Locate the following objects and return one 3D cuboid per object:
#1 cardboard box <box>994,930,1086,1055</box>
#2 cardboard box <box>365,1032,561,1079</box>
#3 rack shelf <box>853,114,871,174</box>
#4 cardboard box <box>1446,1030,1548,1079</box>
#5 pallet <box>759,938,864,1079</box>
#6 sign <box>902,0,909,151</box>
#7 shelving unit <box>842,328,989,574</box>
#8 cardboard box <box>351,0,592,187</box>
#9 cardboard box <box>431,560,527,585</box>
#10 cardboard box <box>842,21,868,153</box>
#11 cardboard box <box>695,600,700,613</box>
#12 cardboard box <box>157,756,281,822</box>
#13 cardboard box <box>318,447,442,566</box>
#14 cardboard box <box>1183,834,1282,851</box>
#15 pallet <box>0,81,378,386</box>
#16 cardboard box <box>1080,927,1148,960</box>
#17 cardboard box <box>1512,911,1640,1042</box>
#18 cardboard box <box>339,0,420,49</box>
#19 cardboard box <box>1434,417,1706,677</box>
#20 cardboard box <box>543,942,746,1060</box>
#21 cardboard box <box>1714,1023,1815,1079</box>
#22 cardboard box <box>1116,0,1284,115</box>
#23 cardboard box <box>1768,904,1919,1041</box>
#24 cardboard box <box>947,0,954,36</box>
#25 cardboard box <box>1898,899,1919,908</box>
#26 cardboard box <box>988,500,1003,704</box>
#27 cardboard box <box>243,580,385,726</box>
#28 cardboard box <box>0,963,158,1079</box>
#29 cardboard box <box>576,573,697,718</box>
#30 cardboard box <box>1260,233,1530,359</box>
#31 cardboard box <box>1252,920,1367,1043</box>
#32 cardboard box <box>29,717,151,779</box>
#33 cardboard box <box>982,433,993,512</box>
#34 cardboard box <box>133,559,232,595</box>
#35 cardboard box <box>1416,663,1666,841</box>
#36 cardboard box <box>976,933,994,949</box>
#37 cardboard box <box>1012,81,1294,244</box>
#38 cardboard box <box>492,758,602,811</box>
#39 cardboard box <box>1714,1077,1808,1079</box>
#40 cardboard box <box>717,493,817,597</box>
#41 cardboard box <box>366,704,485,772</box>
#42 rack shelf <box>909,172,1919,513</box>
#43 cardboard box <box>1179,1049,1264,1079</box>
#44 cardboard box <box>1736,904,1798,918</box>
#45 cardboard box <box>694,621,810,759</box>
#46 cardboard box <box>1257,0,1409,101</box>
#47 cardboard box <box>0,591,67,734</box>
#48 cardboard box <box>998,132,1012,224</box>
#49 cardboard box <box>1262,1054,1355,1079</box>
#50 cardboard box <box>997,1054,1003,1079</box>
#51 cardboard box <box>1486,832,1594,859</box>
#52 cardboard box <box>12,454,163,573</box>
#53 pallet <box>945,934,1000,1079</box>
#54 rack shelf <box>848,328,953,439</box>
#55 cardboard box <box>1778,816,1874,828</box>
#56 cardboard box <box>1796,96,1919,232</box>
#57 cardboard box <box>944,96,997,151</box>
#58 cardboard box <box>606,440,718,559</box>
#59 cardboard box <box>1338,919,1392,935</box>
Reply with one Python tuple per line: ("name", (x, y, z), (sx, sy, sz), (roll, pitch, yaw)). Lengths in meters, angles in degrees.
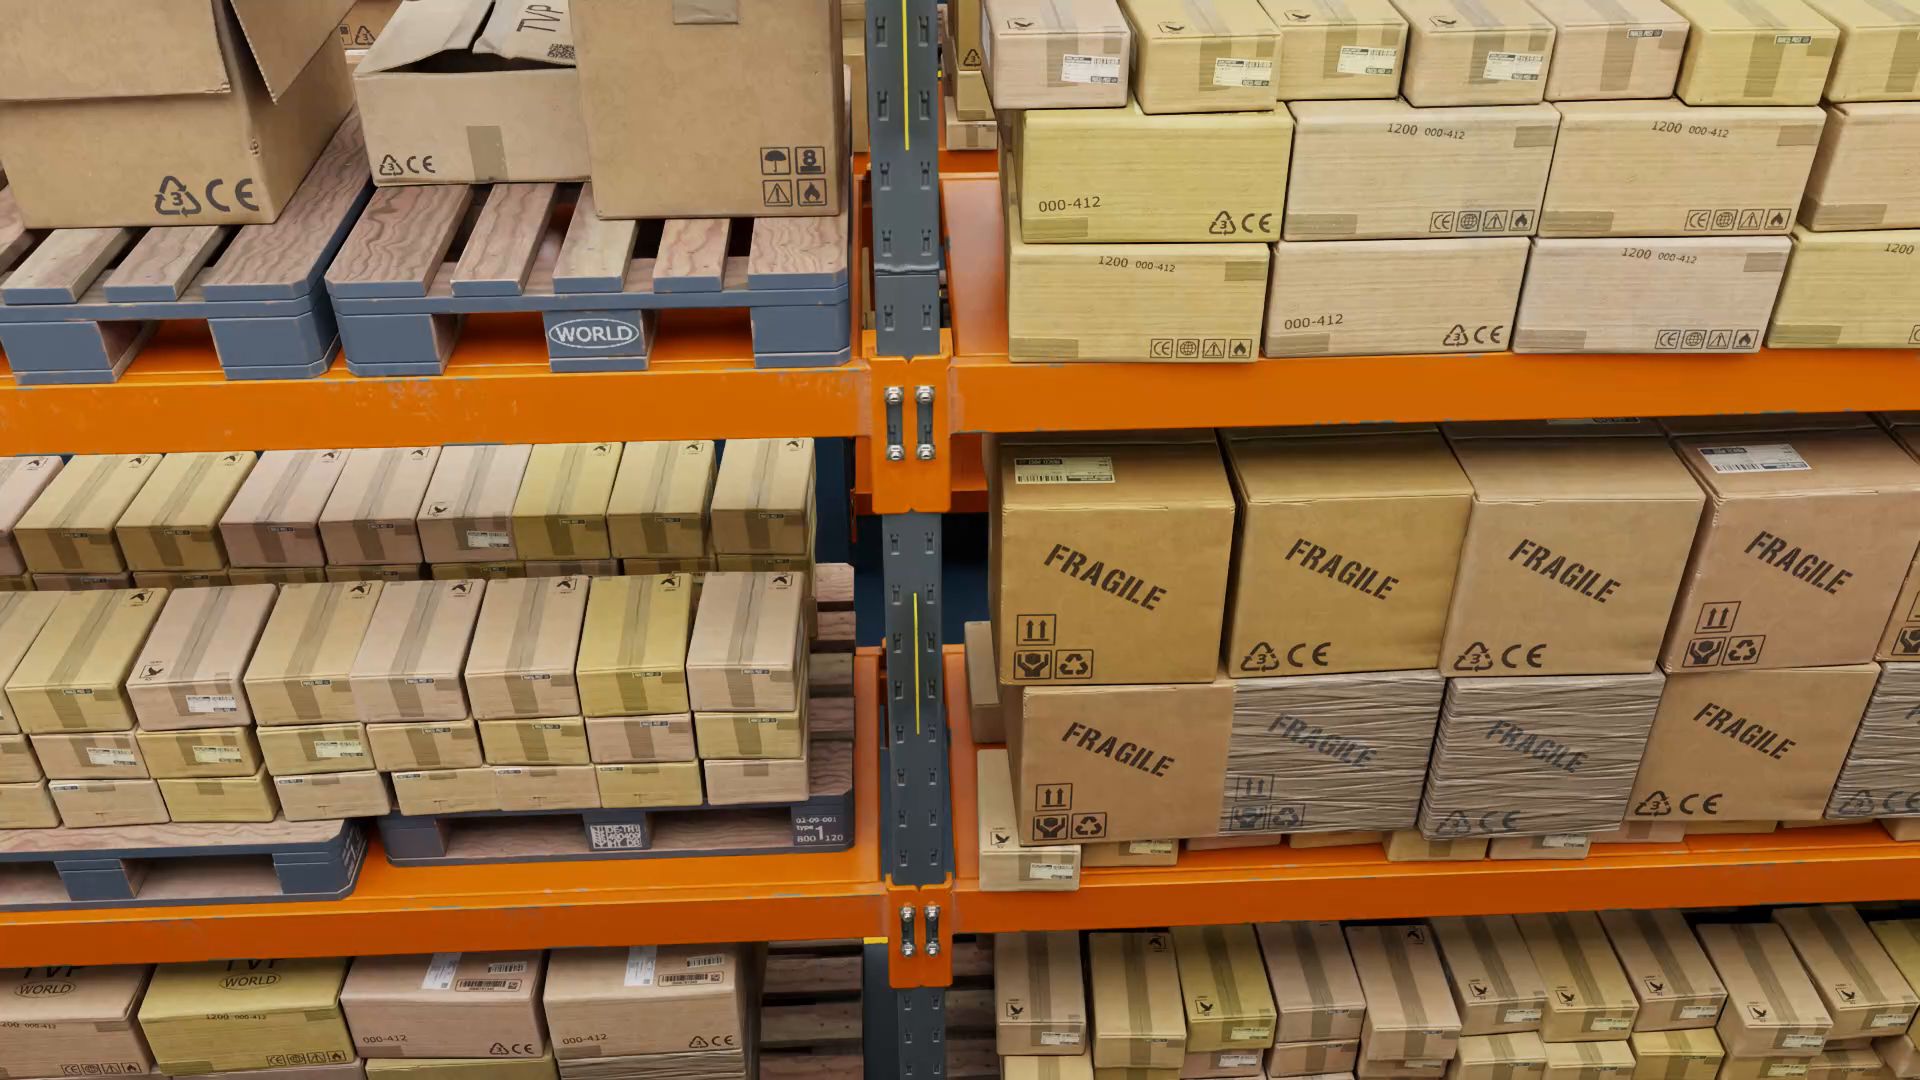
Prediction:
("cardboard box", (0.228, 1.301, 4.848), (0.250, 0.149, 0.380), (0, 35, 0))
("cardboard box", (-1.366, 1.469, 4.818), (0.500, 0.500, 0.500), (-2, 35, -3))
("rack shelf", (-2.258, -2.035, 8.687), (4.000, 0.370, 1.077), (-2, 35, -2))
("cardboard box", (1.542, 1.432, 4.920), (0.250, 0.149, 0.380), (-2, 35, -3))
("pallet", (-0.904, 1.606, 5.244), (1.213, 0.211, 1.003), (-2, 35, -2))
("sign", (-0.096, -0.855, 2.914), (0.005, 0.325, 0.100), (-2, 35, -2))
("shelving unit", (0.007, -0.463, 7.430), (1.048, 1.125, 0.538), (-2, 35, -2))
("cardboard box", (-1.015, -1.028, 3.672), (0.500, 0.311, 0.500), (-2, 35, -3))
("cardboard box", (-1.318, 0.018, 4.679), (0.250, 0.149, 0.380), (-3, 35, -4))
("cardboard box", (-0.714, -2.258, 8.289), (0.500, 0.500, 0.500), (-1, 35, -2))
("cardboard box", (-0.818, 0.128, 4.781), (0.250, 0.149, 0.380), (-1, 35, -1))
("cardboard box", (-1.815, 0.528, 4.203), (0.250, 0.149, 0.380), (0, 35, 0))
("cardboard box", (-1.581, -0.098, 4.585), (0.250, 0.149, 0.380), (-2, 35, -3))
("cardboard box", (0.691, 0.633, 4.420), (0.250, 0.149, 0.380), (-3, 35, -4))
("pallet", (-1.784, -0.733, 3.702), (1.003, 0.211, 1.213), (-2, 35, -2))
("cardboard box", (0.513, 1.273, 5.410), (0.250, 0.149, 0.380), (-1, 35, -1))
("cardboard box", (1.790, 1.273, 4.888), (0.250, 0.149, 0.380), (-1, 35, -2))
("cardboard box", (-2.873, -2.757, 8.129), (0.637, 0.503, 0.797), (-1, 35, -1))
("cardboard box", (1.358, -0.029, 3.929), (0.500, 0.500, 0.500), (-1, 35, -1))
("cardboard box", (-0.858, 1.148, 4.624), (0.500, 0.250, 0.500), (-2, 35, -3))
("cardboard box", (2.320, 1.420, 4.937), (0.250, 0.149, 0.380), (-1, 35, -2))
("cardboard box", (0.449, -0.962, 3.211), (0.250, 0.149, 0.380), (-3, 35, -4))
("cardboard box", (2.584, 1.267, 4.896), (0.250, 0.149, 0.380), (-3, 35, -4))
("cardboard box", (0.186, -2.918, 8.542), (0.500, 0.500, 0.500), (-1, 35, -1))
("cardboard box", (3.060, 0.981, 5.309), (0.250, 0.149, 0.380), (-1, 35, -1))
("cardboard box", (0.343, 0.100, 4.620), (0.500, 0.500, 0.500), (-1, 35, -2))
("cardboard box", (-1.552, 0.271, 4.052), (0.250, 0.149, 0.380), (-3, 35, -4))
("cardboard box", (-2.420, 1.191, 4.561), (0.500, 0.250, 0.500), (-1, 35, -2))
("cardboard box", (-0.786, 0.253, 4.078), (0.250, 0.149, 0.380), (-3, 35, -4))
("cardboard box", (0.849, -0.615, 3.499), (0.500, 0.250, 0.500), (-2, 35, -3))
("cardboard box", (1.015, 1.272, 4.889), (0.250, 0.149, 0.380), (-2, 35, -3))
("cardboard box", (-2.074, 0.410, 4.113), (0.250, 0.149, 0.380), (0, 35, 0))
("cardboard box", (0.330, -0.304, 4.325), (0.500, 0.500, 0.500), (-3, 35, -4))
("cardboard box", (-2.104, 0.038, 4.649), (0.250, 0.149, 0.380), (-2, 35, -3))
("cardboard box", (1.379, 0.393, 4.196), (0.500, 0.500, 0.500), (-2, 35, -3))
("cardboard box", (0.173, 1.126, 5.363), (0.250, 0.149, 0.380), (-1, 35, -1))
("cardboard box", (0.366, -0.816, 3.351), (0.500, 0.250, 0.500), (0, 35, -1))
("cardboard box", (-1.022, 0.504, 4.237), (0.250, 0.149, 0.380), (-2, 35, -2))
("cardboard box", (2.335, 1.541, 5.023), (0.250, 0.149, 0.380), (-3, 35, -4))
("cardboard box", (-0.542, -0.005, 4.712), (0.250, 0.149, 0.380), (-1, 35, -1))
("cardboard box", (-1.298, 0.391, 4.139), (0.250, 0.149, 0.380), (-3, 35, -4))
("rack shelf", (1.872, -0.554, 3.911), (4.000, 0.370, 1.077), (-2, 35, -2))
("cardboard box", (0.741, 1.402, 4.963), (0.250, 0.149, 0.380), (-2, 35, -2))
("cardboard box", (2.556, 1.053, 5.468), (0.250, 0.149, 0.380), (-1, 35, -1))
("cardboard box", (-0.514, 0.369, 4.172), (0.250, 0.149, 0.380), (-1, 35, -1))
("cardboard box", (0.697, -1.001, 3.267), (0.250, 0.149, 0.380), (-2, 35, -3))
("cardboard box", (-2.338, 0.293, 4.020), (0.250, 0.149, 0.380), (-1, 35, -1))
("cardboard box", (0.351, -0.901, 3.912), (0.500, 0.250, 0.500), (-1, 35, -1))
("cardboard box", (1.015, 1.531, 5.038), (0.250, 0.149, 0.380), (-2, 35, -3))
("cardboard box", (0.253, 1.610, 4.924), (0.250, 0.149, 0.380), (-3, 35, -4))
("cardboard box", (1.485, 0.656, 4.387), (0.250, 0.149, 0.380), (0, 35, 0))
("cardboard box", (-2.362, -0.076, 4.553), (0.250, 0.149, 0.380), (0, 35, 0))
("pallet", (0.543, 1.546, 5.331), (1.213, 0.211, 1.003), (-2, 35, -2))
("rack shelf", (0.007, -0.703, 7.264), (1.000, 0.278, 0.538), (-2, 35, -2))
("cardboard box", (2.266, 0.587, 4.487), (0.250, 0.149, 0.380), (-3, 35, -4))
("cardboard box", (1.894, -0.857, 3.409), (0.500, 0.250, 0.500), (-3, 35, -4))
("cardboard box", (0.051, -2.100, 8.370), (0.250, 0.149, 0.380), (-1, 35, -2))
("cardboard box", (-0.820, -0.116, 4.611), (0.250, 0.149, 0.380), (-1, 35, -1))
("cardboard box", (1.219, 1.125, 5.363), (0.250, 0.149, 0.380), (-1, 35, -1))
